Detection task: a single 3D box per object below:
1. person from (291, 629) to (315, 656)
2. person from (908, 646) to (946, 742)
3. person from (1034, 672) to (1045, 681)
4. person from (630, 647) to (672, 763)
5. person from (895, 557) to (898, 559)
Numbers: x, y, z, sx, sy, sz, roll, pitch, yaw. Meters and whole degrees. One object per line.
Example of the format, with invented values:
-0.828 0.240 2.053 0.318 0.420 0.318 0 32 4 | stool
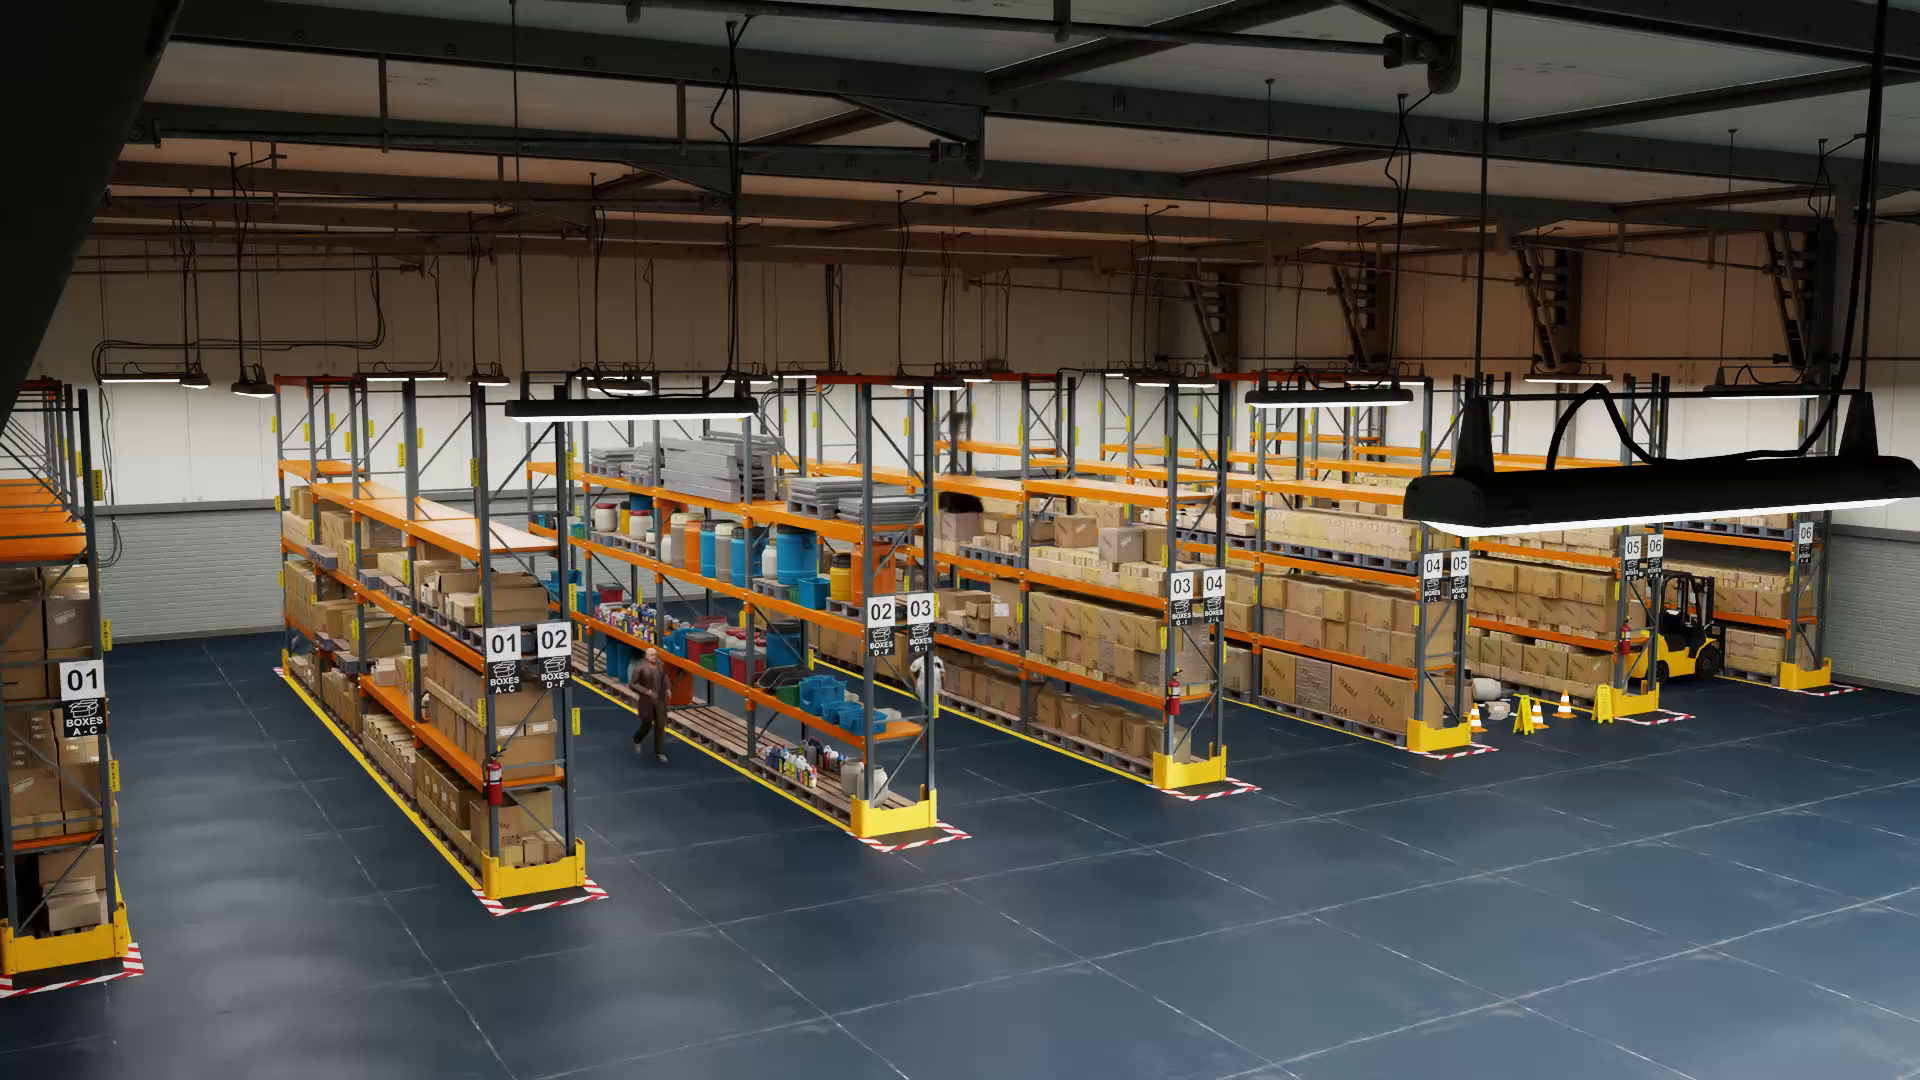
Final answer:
-13.661 1.678 34.711 0.884 1.767 0.680 -2 6 -14 | person
-0.485 2.517 27.465 0.581 1.658 0.637 -4 7 -30 | person
1.714 1.972 32.270 0.560 1.668 0.574 -4 7 -32 | person
-4.885 2.576 26.275 0.732 1.791 0.925 -5 8 -37 | person
-1.529 1.223 39.265 0.612 1.658 0.548 -3 7 -25 | person
